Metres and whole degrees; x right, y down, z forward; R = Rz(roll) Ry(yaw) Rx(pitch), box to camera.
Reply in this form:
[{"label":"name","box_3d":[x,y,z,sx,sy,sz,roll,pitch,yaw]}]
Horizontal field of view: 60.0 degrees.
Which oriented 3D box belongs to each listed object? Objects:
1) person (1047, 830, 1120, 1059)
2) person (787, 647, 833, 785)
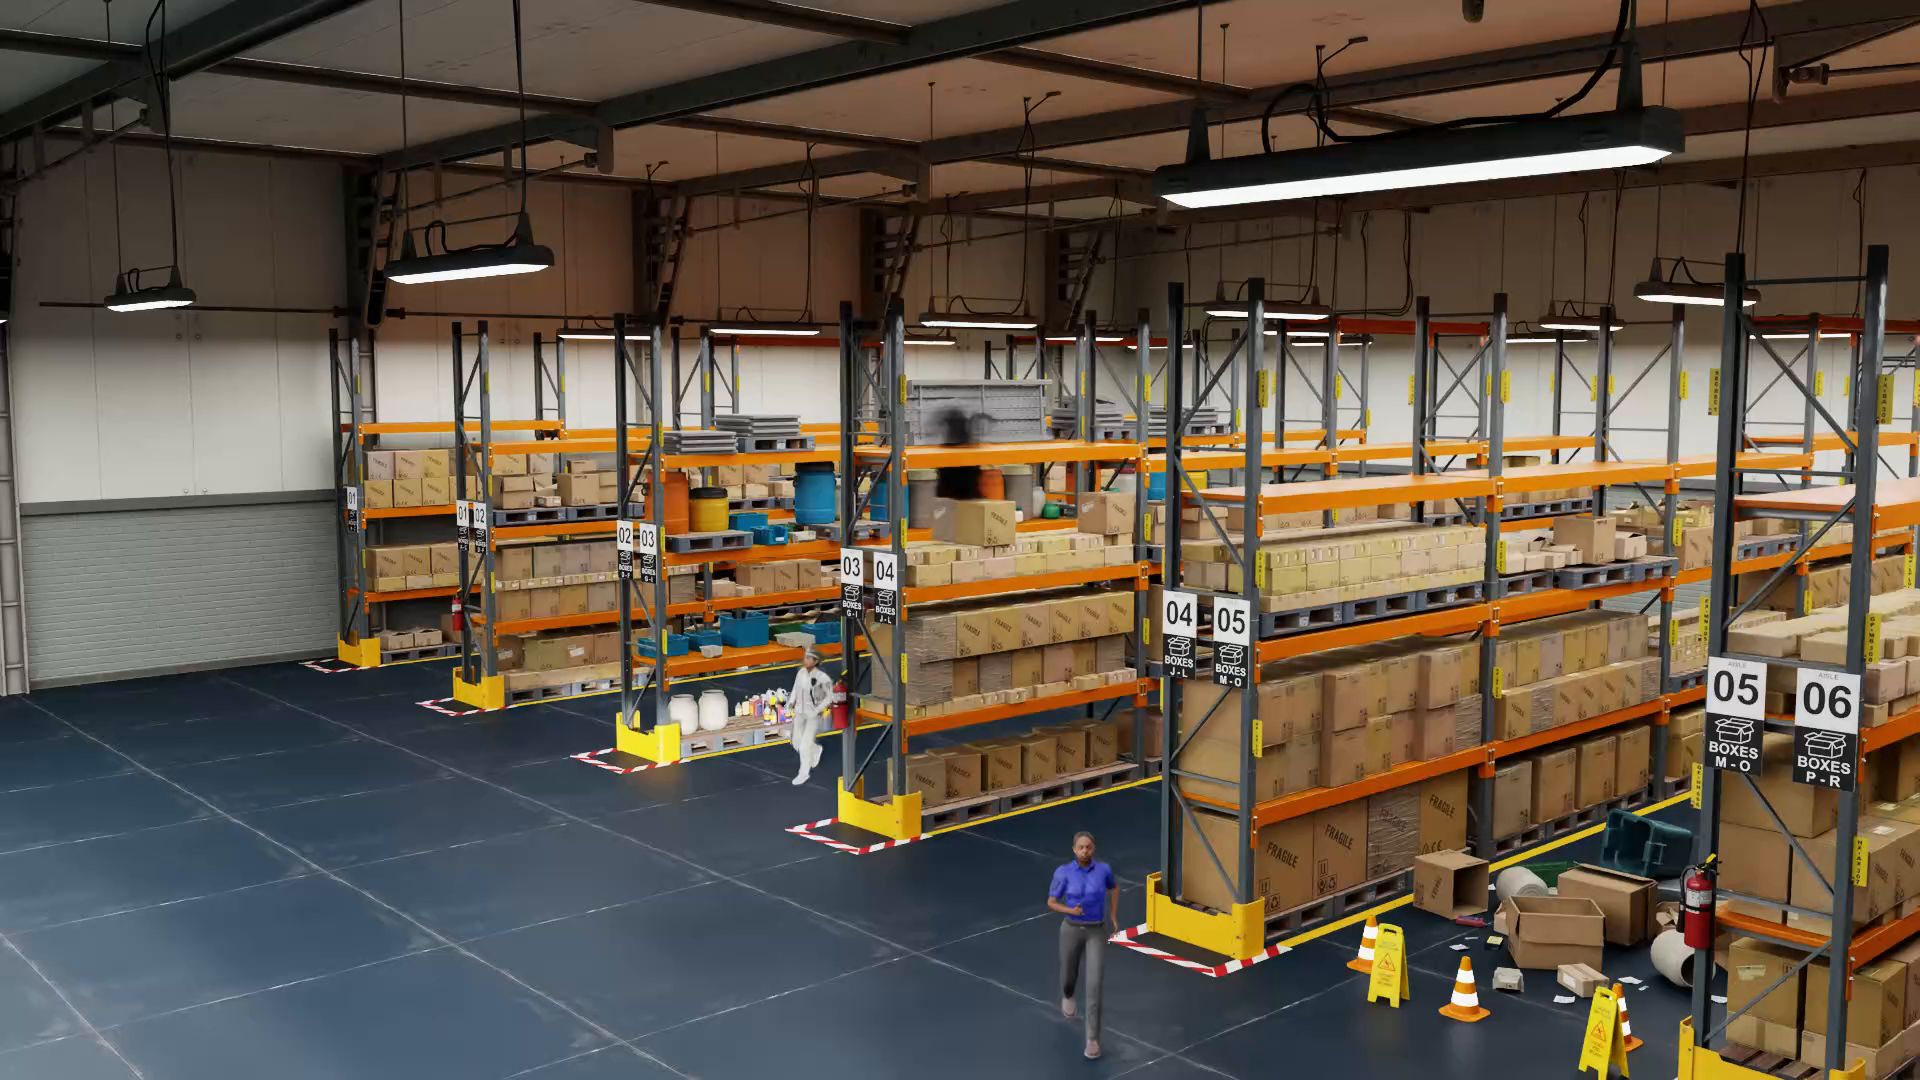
[{"label":"person","box_3d":[0.962,3.065,12.885,0.581,1.621,0.929,0,6,-1]},{"label":"person","box_3d":[-1.791,2.109,20.179,0.640,1.669,0.549,4,7,33]}]
